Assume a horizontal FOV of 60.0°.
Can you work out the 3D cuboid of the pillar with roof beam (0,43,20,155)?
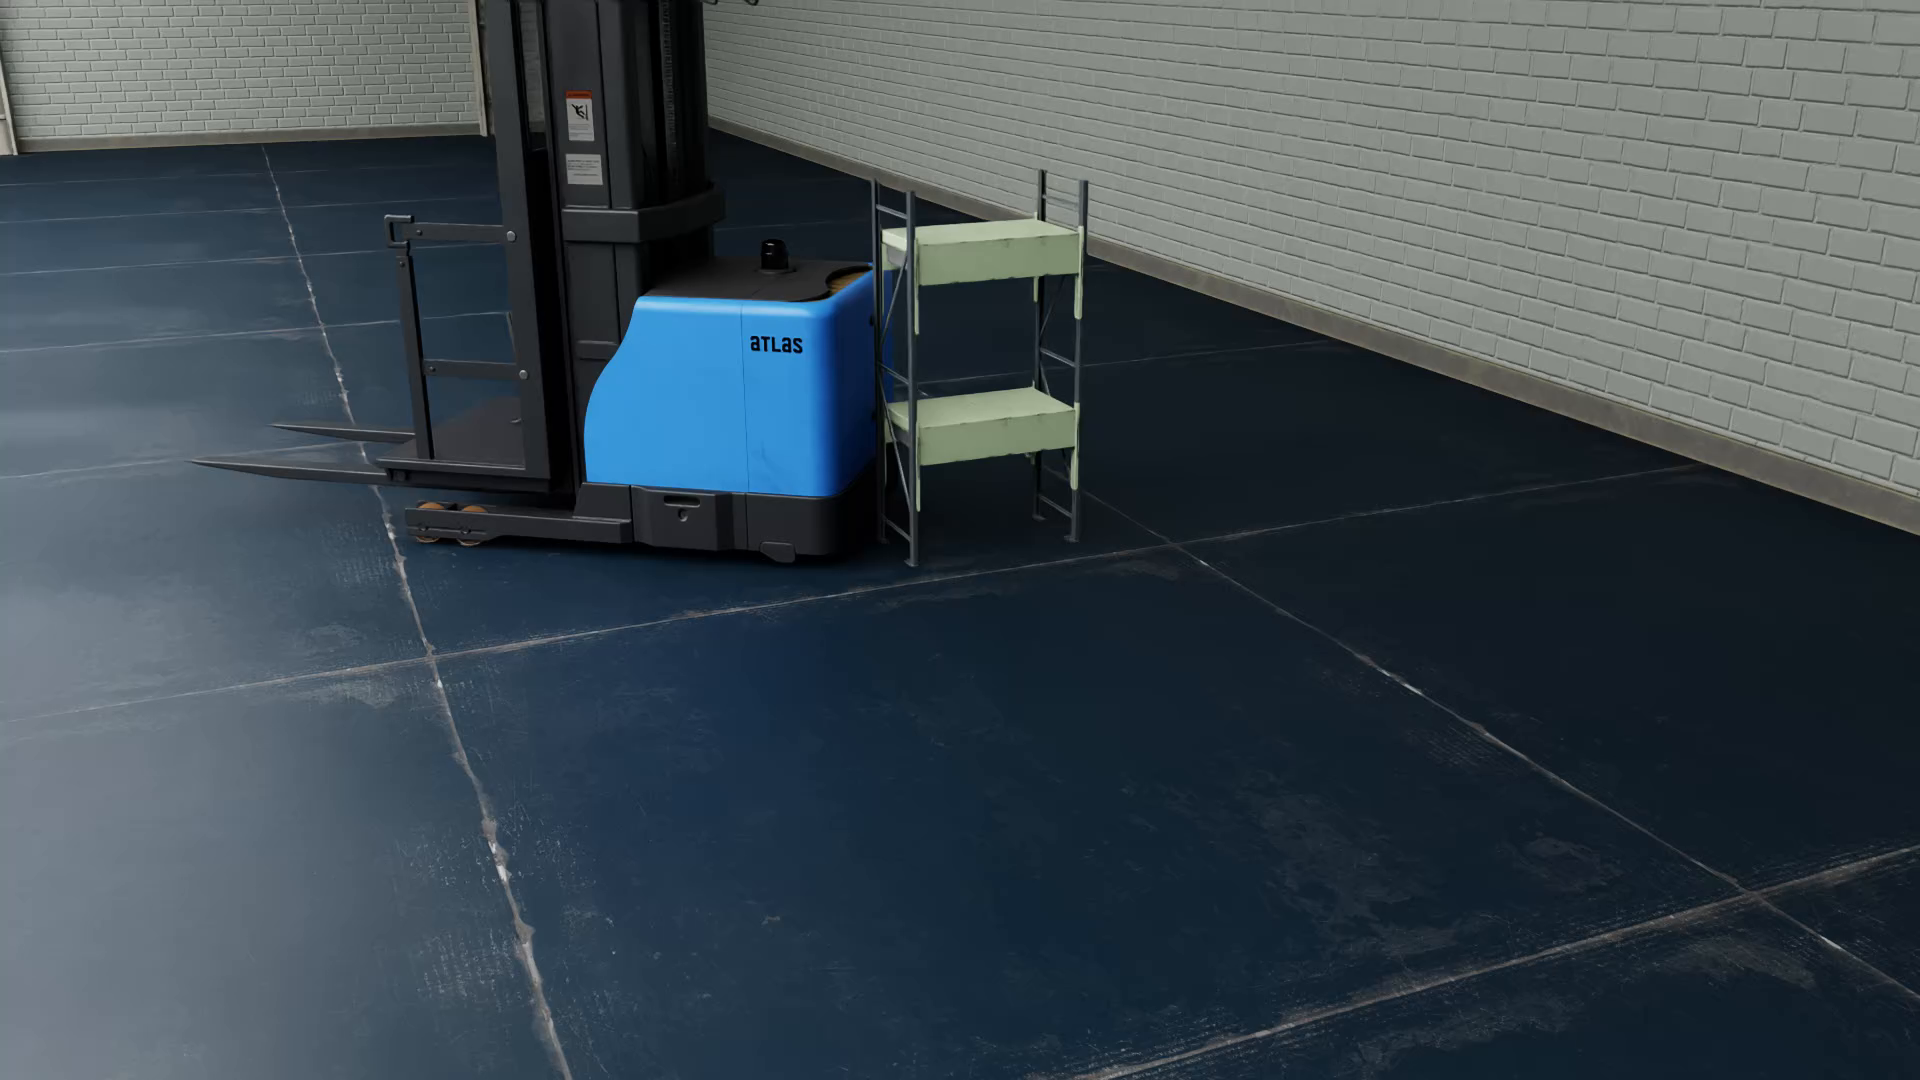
[{"bbox_3d":[-10.168,-7.711,15.371,0.400,9.000,9.100,-8,21,-22],"label":"pillar with roof beam"}]

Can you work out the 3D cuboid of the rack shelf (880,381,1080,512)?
[{"bbox_3d":[0.076,-0.397,6.873,0.720,0.370,0.431,-8,21,-23],"label":"rack shelf"}]

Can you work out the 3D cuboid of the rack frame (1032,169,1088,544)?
[{"bbox_3d":[0.411,-0.754,6.905,0.023,1.500,0.400,-8,21,-23],"label":"rack frame"}]

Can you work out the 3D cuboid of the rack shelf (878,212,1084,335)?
[{"bbox_3d":[0.076,-1.073,6.635,0.720,0.370,0.431,-8,21,-23],"label":"rack shelf"}]

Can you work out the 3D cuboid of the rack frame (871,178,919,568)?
[{"bbox_3d":[-0.258,-0.655,6.625,0.023,1.500,0.400,-8,21,-23],"label":"rack frame"}]

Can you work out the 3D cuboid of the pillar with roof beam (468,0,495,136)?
[{"bbox_3d":[-4.659,-8.500,17.613,0.400,9.000,9.100,-8,21,-22],"label":"pillar with roof beam"}]

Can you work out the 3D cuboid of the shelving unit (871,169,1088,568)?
[{"bbox_3d":[0.076,-0.705,6.765,0.755,1.500,0.431,-8,21,-23],"label":"shelving unit"}]

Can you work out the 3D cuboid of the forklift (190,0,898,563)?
[{"bbox_3d":[-1.850,-1.522,6.932,3.031,2.935,1.130,4,20,11],"label":"forklift"}]

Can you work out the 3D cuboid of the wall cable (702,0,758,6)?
[{"bbox_3d":[-3.135,-8.332,21.812,0.112,2.526,3.097,-8,21,-22],"label":"wall cable"}]
